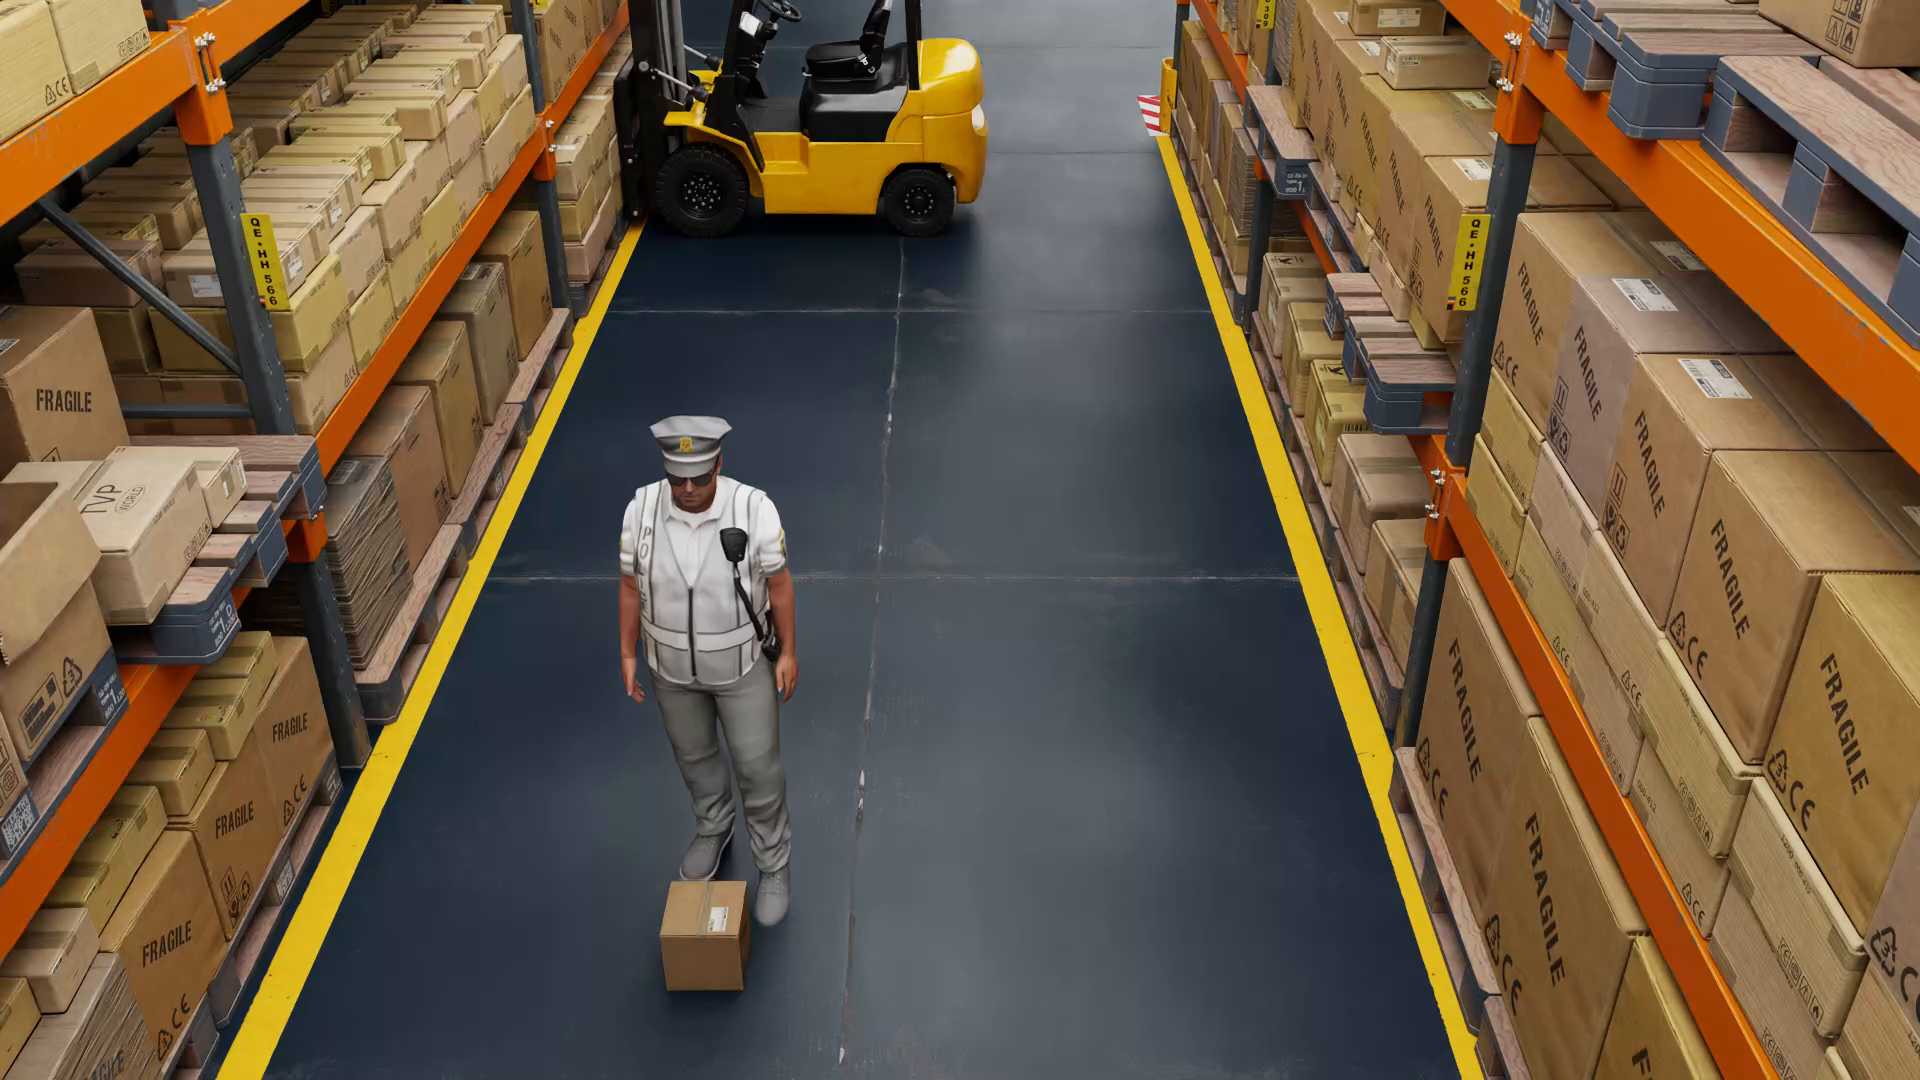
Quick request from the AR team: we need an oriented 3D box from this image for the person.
[{"bbox_3d":[-0.837,0.430,5.432,0.581,1.784,0.534,3,31,4],"label":"person"}]
